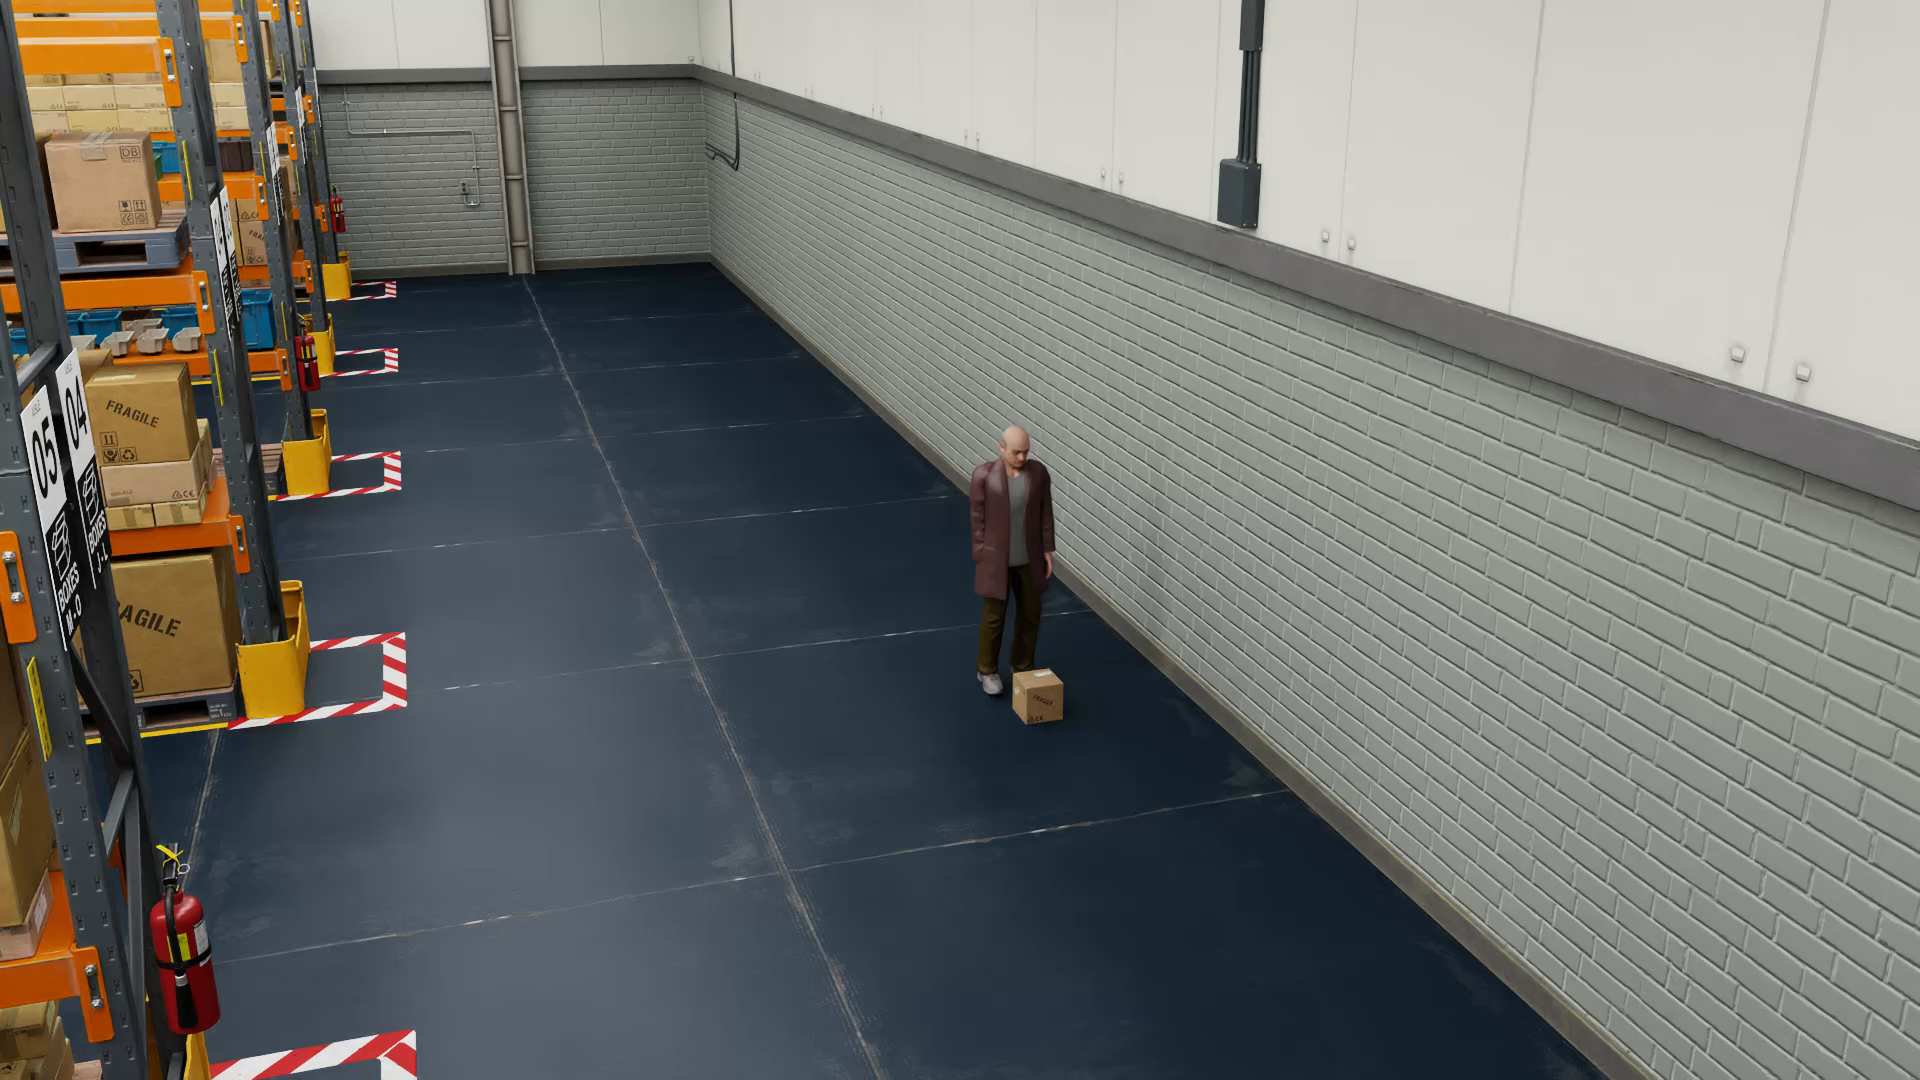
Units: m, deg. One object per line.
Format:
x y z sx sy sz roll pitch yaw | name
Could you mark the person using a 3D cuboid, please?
0.350 0.119 10.761 0.563 1.772 0.384 -6 20 -16 | person
